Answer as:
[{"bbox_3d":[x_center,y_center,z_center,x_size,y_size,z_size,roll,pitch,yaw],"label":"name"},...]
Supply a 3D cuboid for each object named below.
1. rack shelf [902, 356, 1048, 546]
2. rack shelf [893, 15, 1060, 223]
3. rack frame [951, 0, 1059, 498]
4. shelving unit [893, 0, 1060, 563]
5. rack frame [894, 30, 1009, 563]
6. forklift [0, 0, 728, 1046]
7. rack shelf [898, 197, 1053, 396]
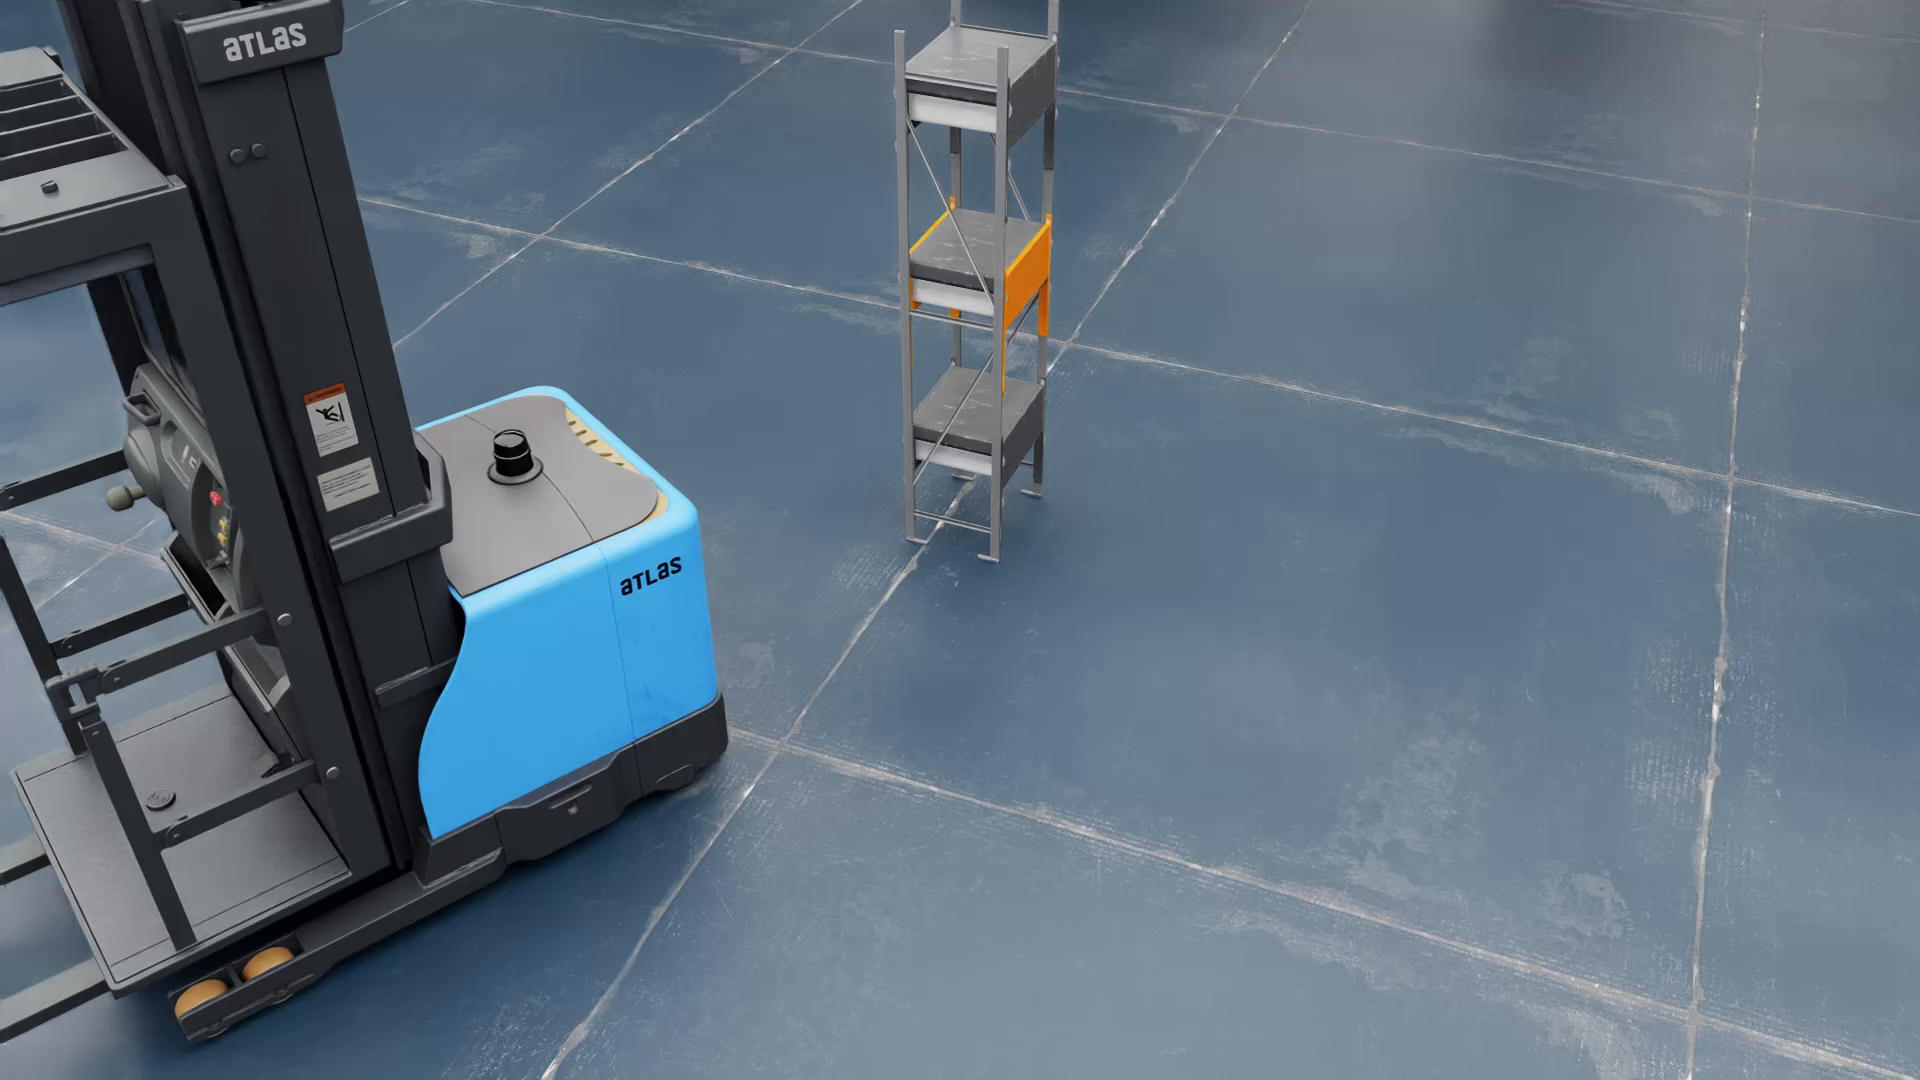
[{"bbox_3d":[0.063,-0.361,6.671,0.431,0.518,0.480,14,39,18],"label":"rack shelf"},{"bbox_3d":[0.063,-1.482,5.833,0.431,0.518,0.480,14,39,18],"label":"rack shelf"},{"bbox_3d":[0.156,-1.068,6.425,0.400,2.100,0.015,14,39,18],"label":"rack frame"},{"bbox_3d":[0.063,-0.933,6.244,0.431,2.100,0.503,14,39,18],"label":"shelving unit"},{"bbox_3d":[-0.030,-0.798,6.063,0.400,2.100,0.015,14,39,18],"label":"rack frame"},{"bbox_3d":[-2.264,-0.091,4.424,3.031,2.935,1.130,-25,44,-30],"label":"forklift"},{"bbox_3d":[0.063,-0.922,6.252,0.431,0.518,0.480,14,39,18],"label":"rack shelf"}]
